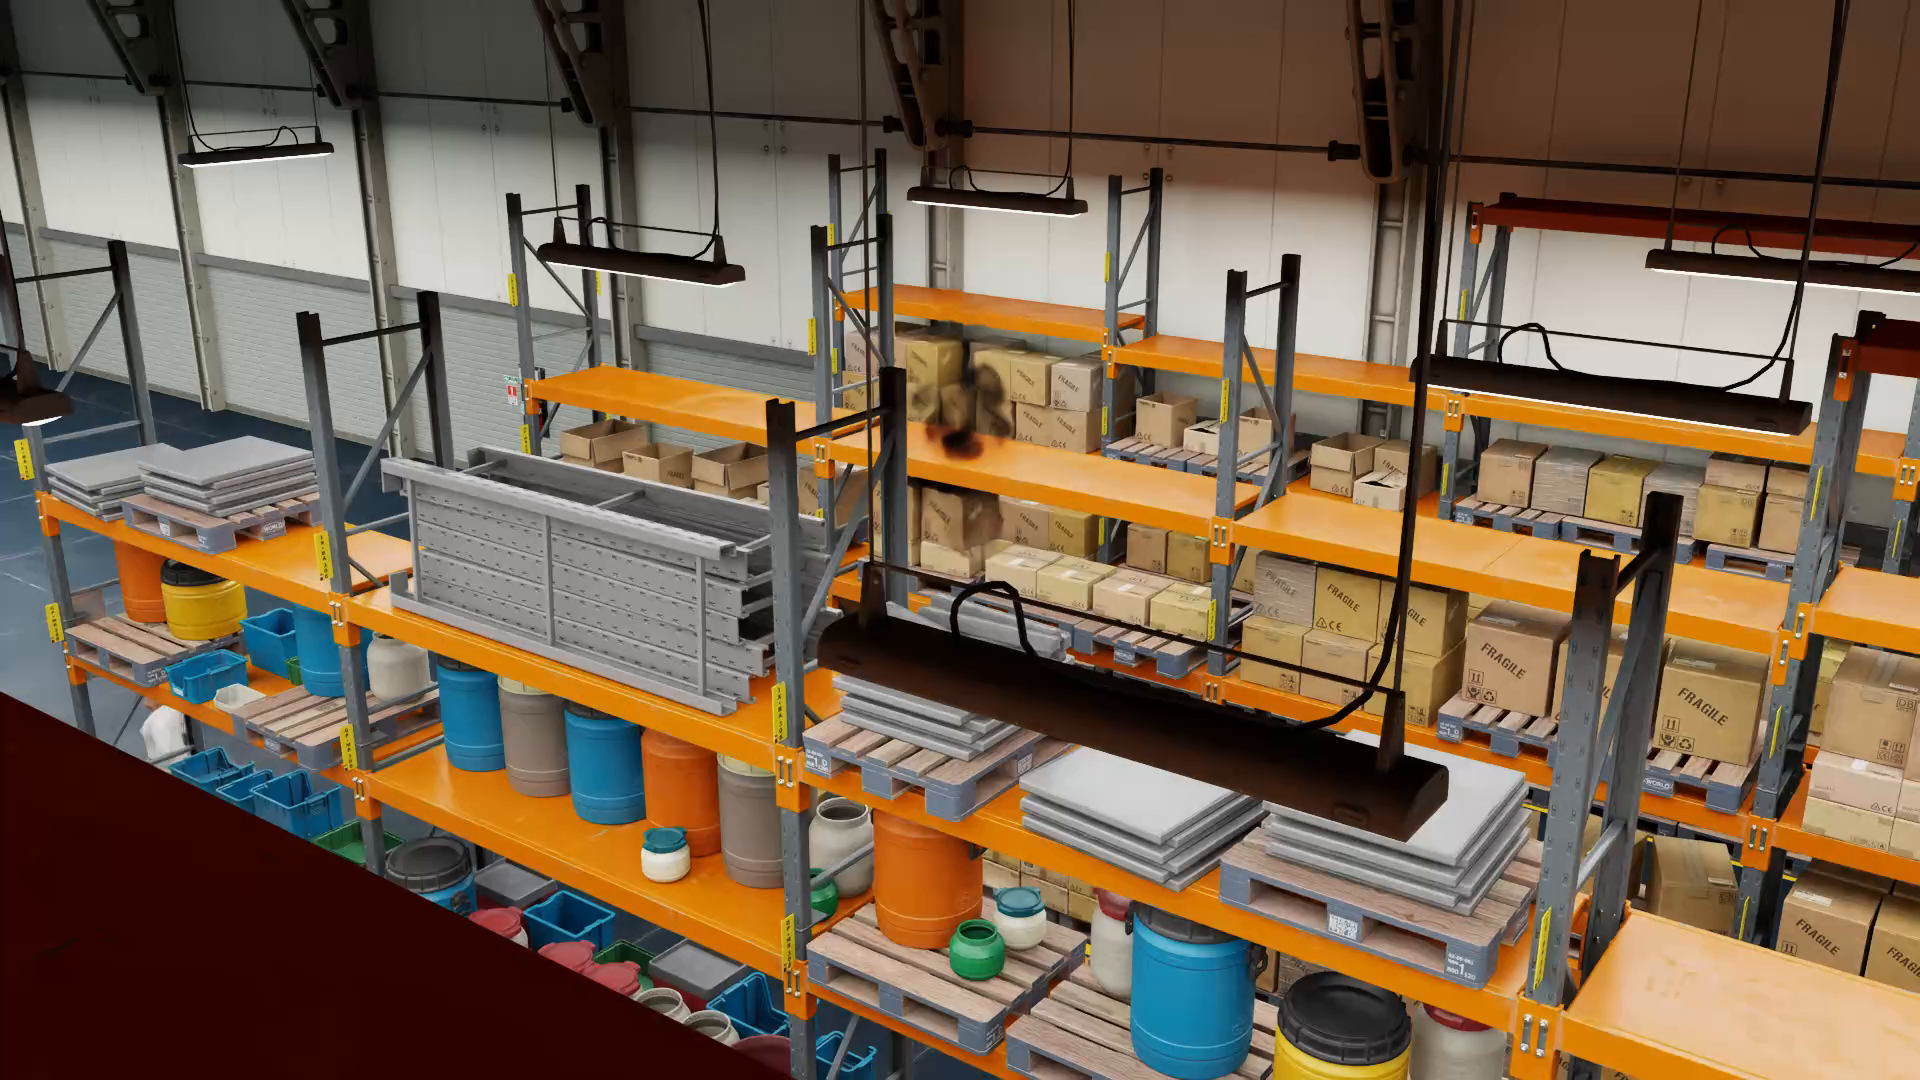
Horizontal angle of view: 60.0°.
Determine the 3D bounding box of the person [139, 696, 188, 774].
[{"bbox_3d":[-7.503,2.176,15.912,0.661,1.737,0.733,-1,19,-4],"label":"person"}]
